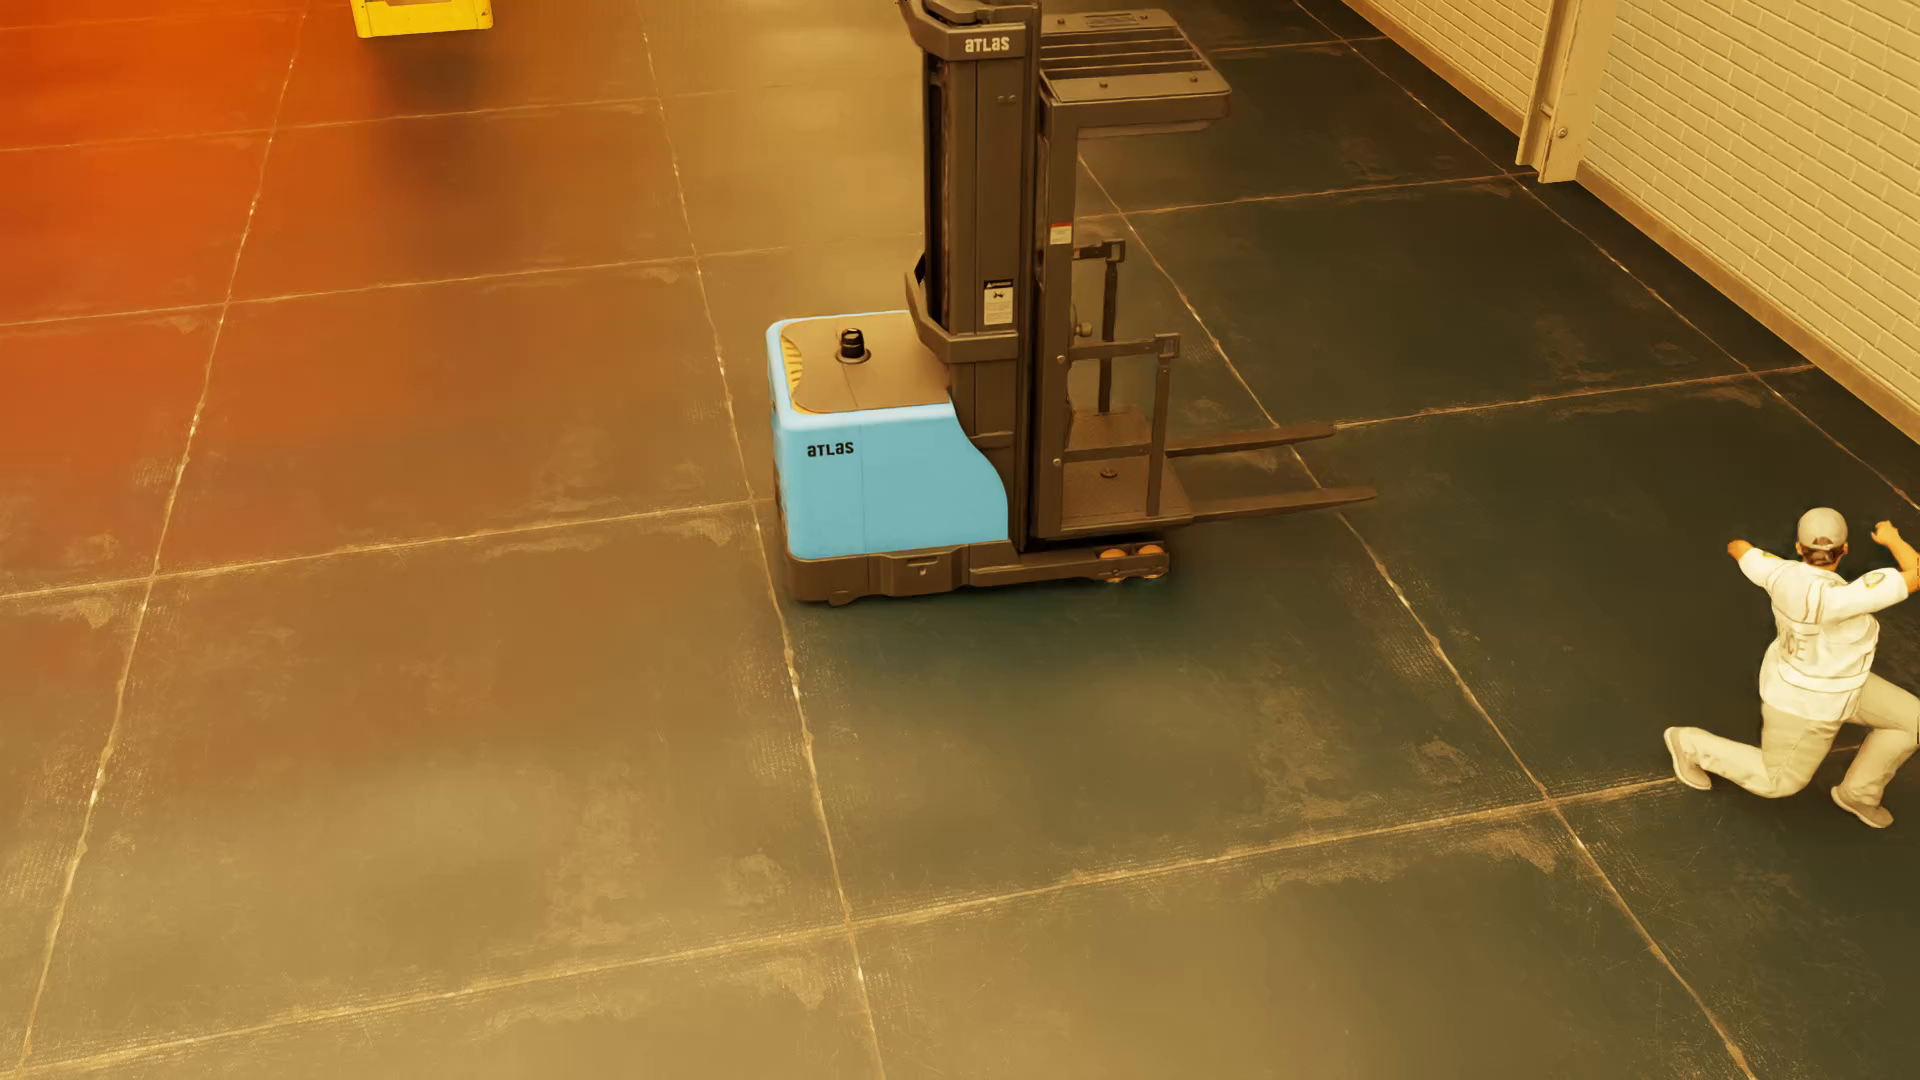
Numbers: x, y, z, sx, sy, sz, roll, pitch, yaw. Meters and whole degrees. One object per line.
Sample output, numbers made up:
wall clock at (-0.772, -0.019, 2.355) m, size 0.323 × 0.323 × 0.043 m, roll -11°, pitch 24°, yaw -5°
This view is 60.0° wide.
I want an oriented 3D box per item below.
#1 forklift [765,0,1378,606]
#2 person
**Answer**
forklift at (0.591, -1.278, 7.826) m, size 3.031 × 2.935 × 1.130 m, roll -6°, pitch 36°, yaw -8°
person at (3.517, 0.426, 6.809) m, size 0.933 × 1.391 × 0.919 m, roll 13°, pitch 38°, yaw 18°
